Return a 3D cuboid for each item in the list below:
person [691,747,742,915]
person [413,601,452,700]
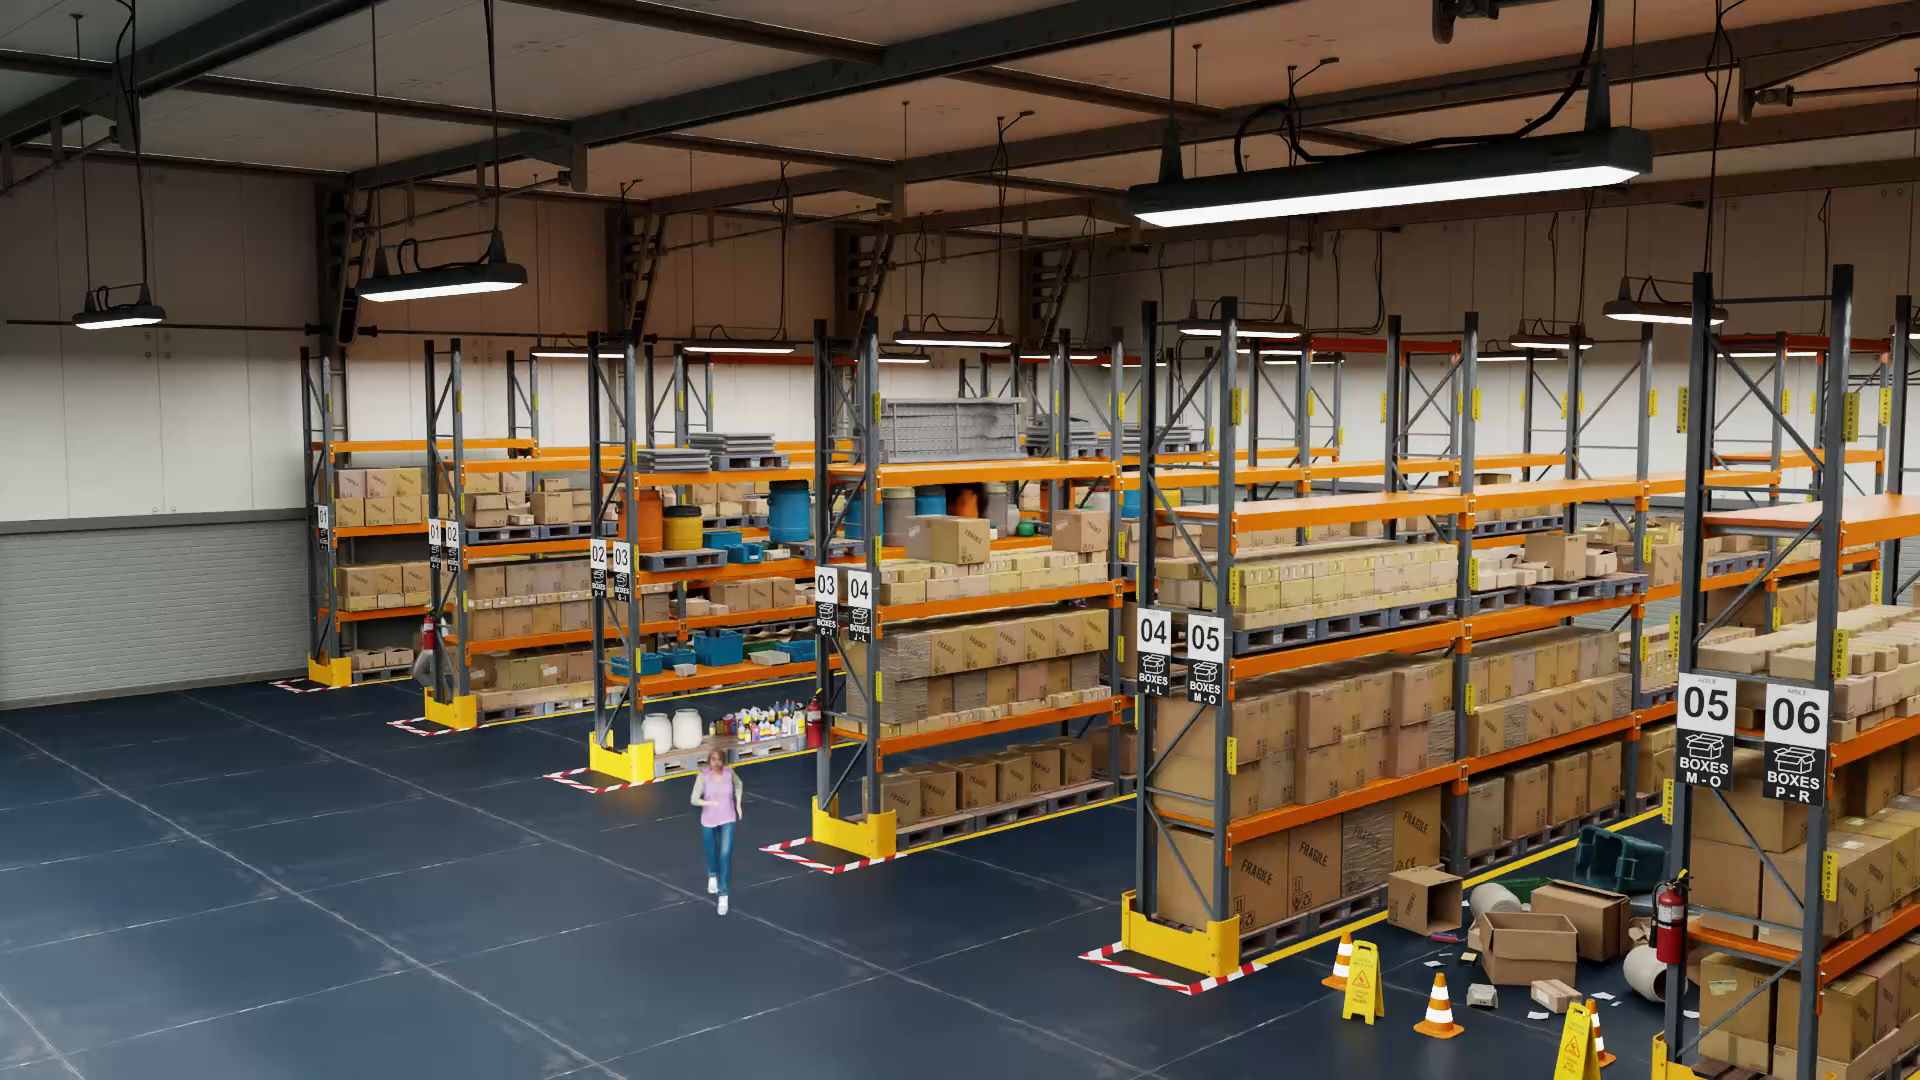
[{"bbox_3d":[-2.450,2.876,16.789,0.515,1.626,0.822,-1,5,-8],"label":"person"},{"bbox_3d":[-8.736,1.872,27.572,0.682,1.762,0.668,4,7,40],"label":"person"}]
